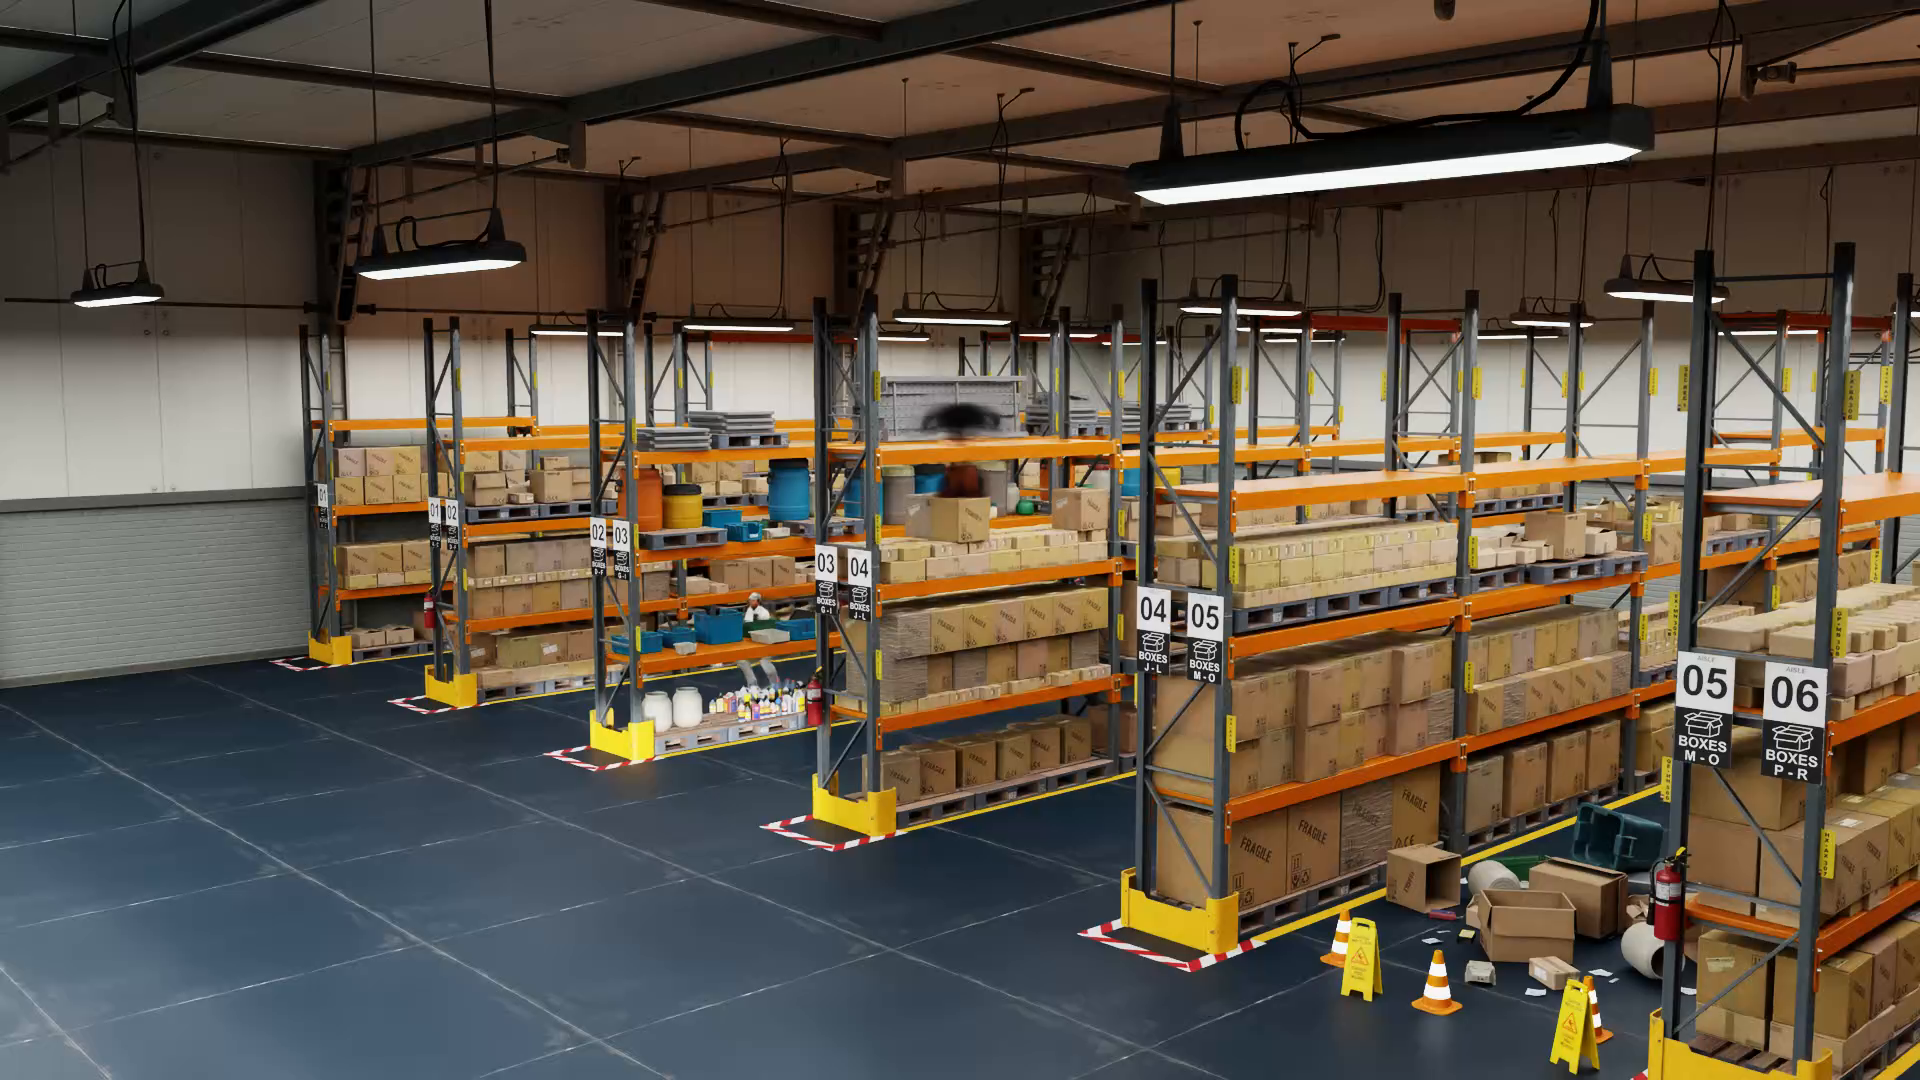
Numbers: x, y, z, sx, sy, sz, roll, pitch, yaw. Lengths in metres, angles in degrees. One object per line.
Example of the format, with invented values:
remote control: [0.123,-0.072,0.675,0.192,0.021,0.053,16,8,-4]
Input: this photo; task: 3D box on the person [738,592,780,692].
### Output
person: [-3.235,1.665,26.735,0.526,1.684,0.797,4,7,37]

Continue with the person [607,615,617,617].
person: [-6.484,1.179,30.989,0.660,1.728,0.644,5,7,39]

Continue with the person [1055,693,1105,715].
person: [1.786,1.975,23.747,1.047,1.550,0.664,-3,6,-24]
